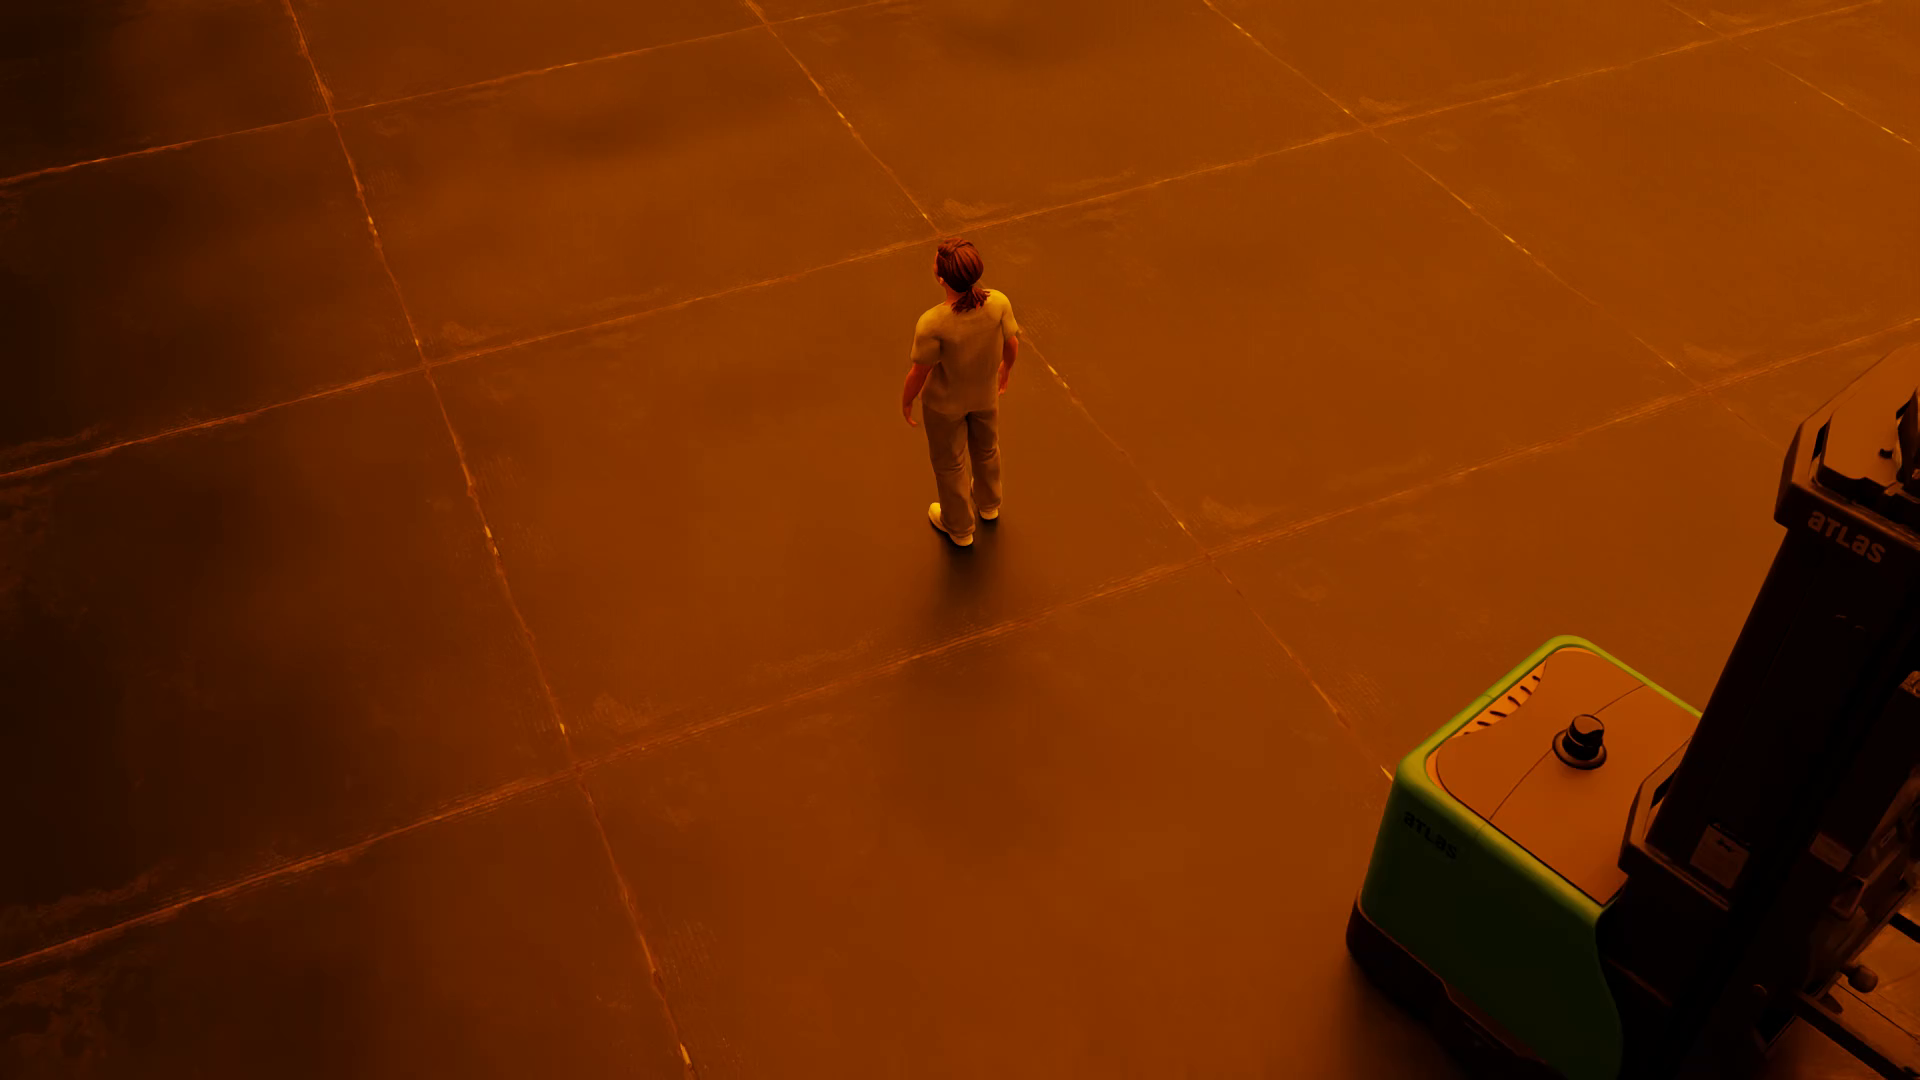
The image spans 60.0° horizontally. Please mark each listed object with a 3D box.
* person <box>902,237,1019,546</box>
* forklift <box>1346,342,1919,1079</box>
[{"bbox_3d":[-0.019,-0.664,7.309,0.549,1.663,0.548,-18,46,-18],"label":"person"},{"bbox_3d":[2.768,1.002,4.607,1.130,2.935,3.031,-31,51,-29],"label":"forklift"}]
